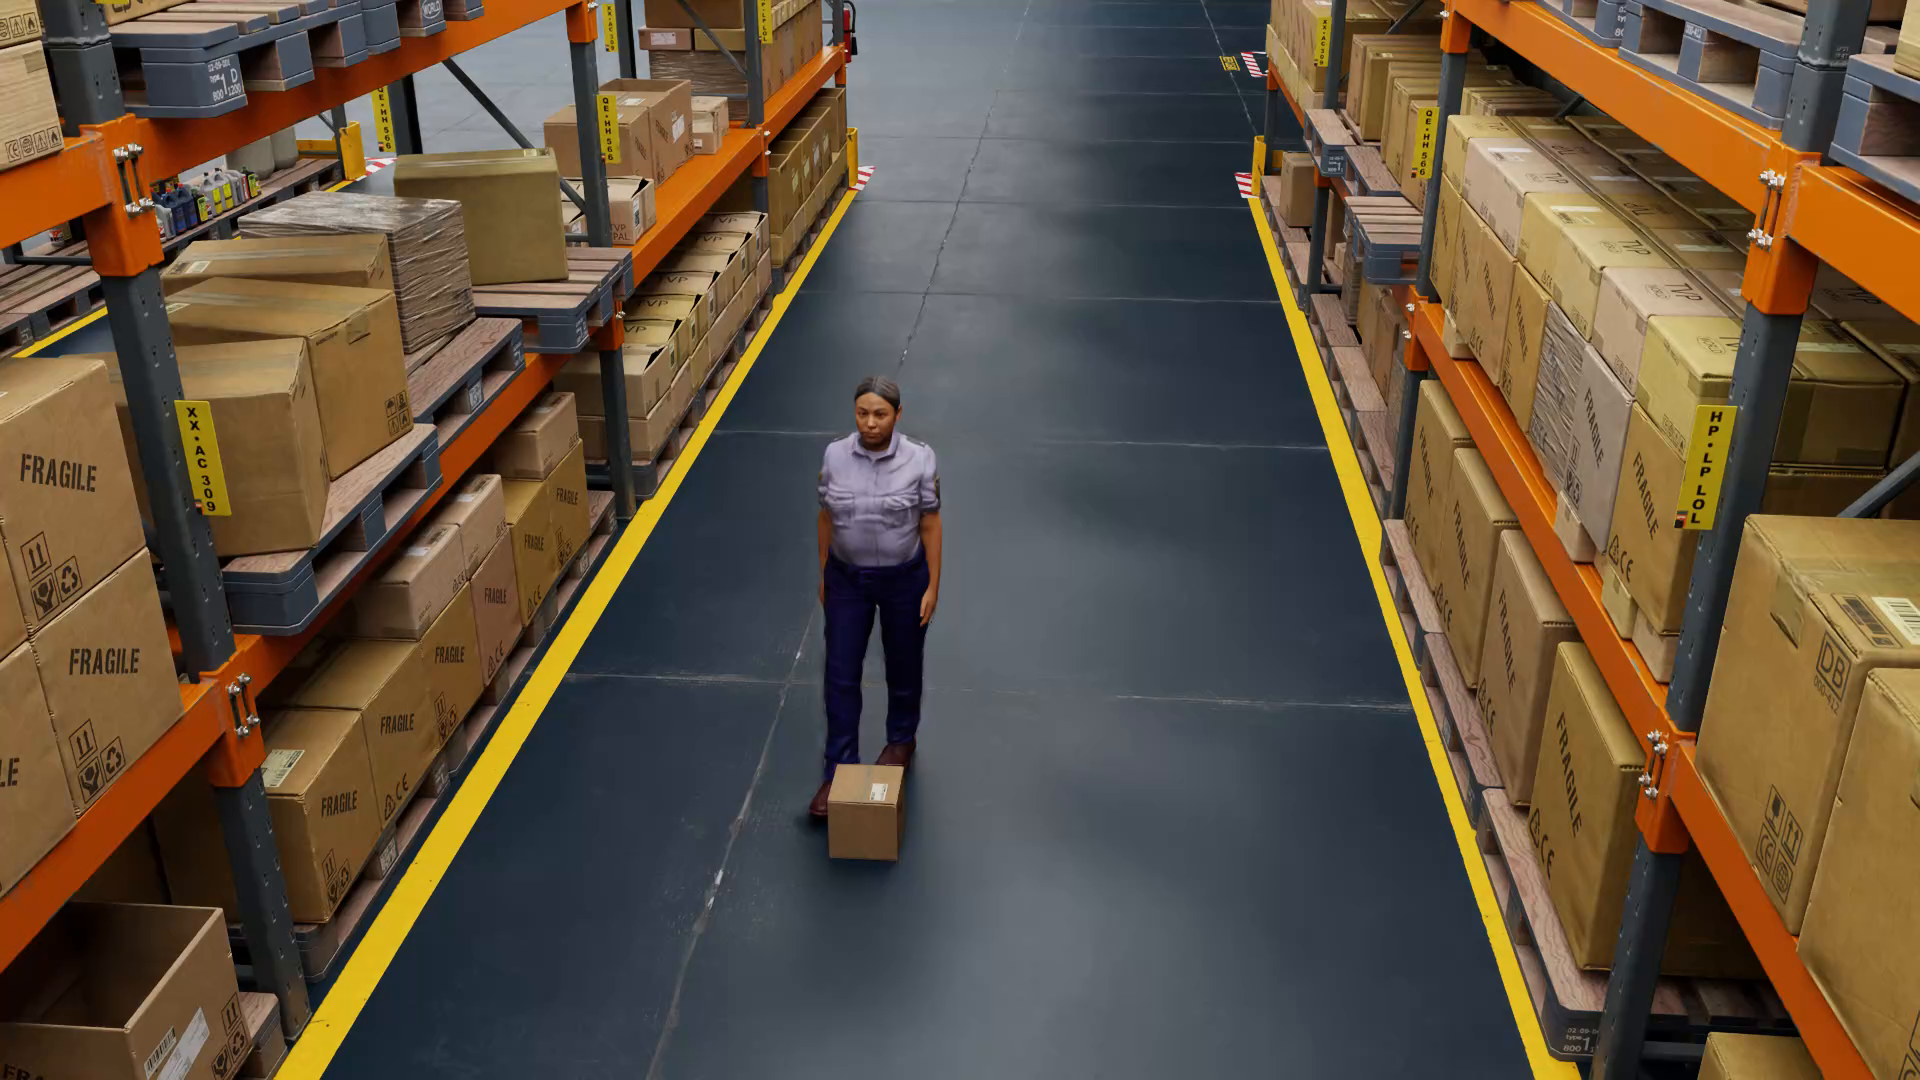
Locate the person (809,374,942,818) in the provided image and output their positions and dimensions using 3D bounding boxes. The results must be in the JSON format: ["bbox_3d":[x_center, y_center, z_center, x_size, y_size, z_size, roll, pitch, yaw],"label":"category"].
[{"bbox_3d":[-0.314,0.211,6.154,0.477,1.635,0.658,2,25,4],"label":"person"}]
